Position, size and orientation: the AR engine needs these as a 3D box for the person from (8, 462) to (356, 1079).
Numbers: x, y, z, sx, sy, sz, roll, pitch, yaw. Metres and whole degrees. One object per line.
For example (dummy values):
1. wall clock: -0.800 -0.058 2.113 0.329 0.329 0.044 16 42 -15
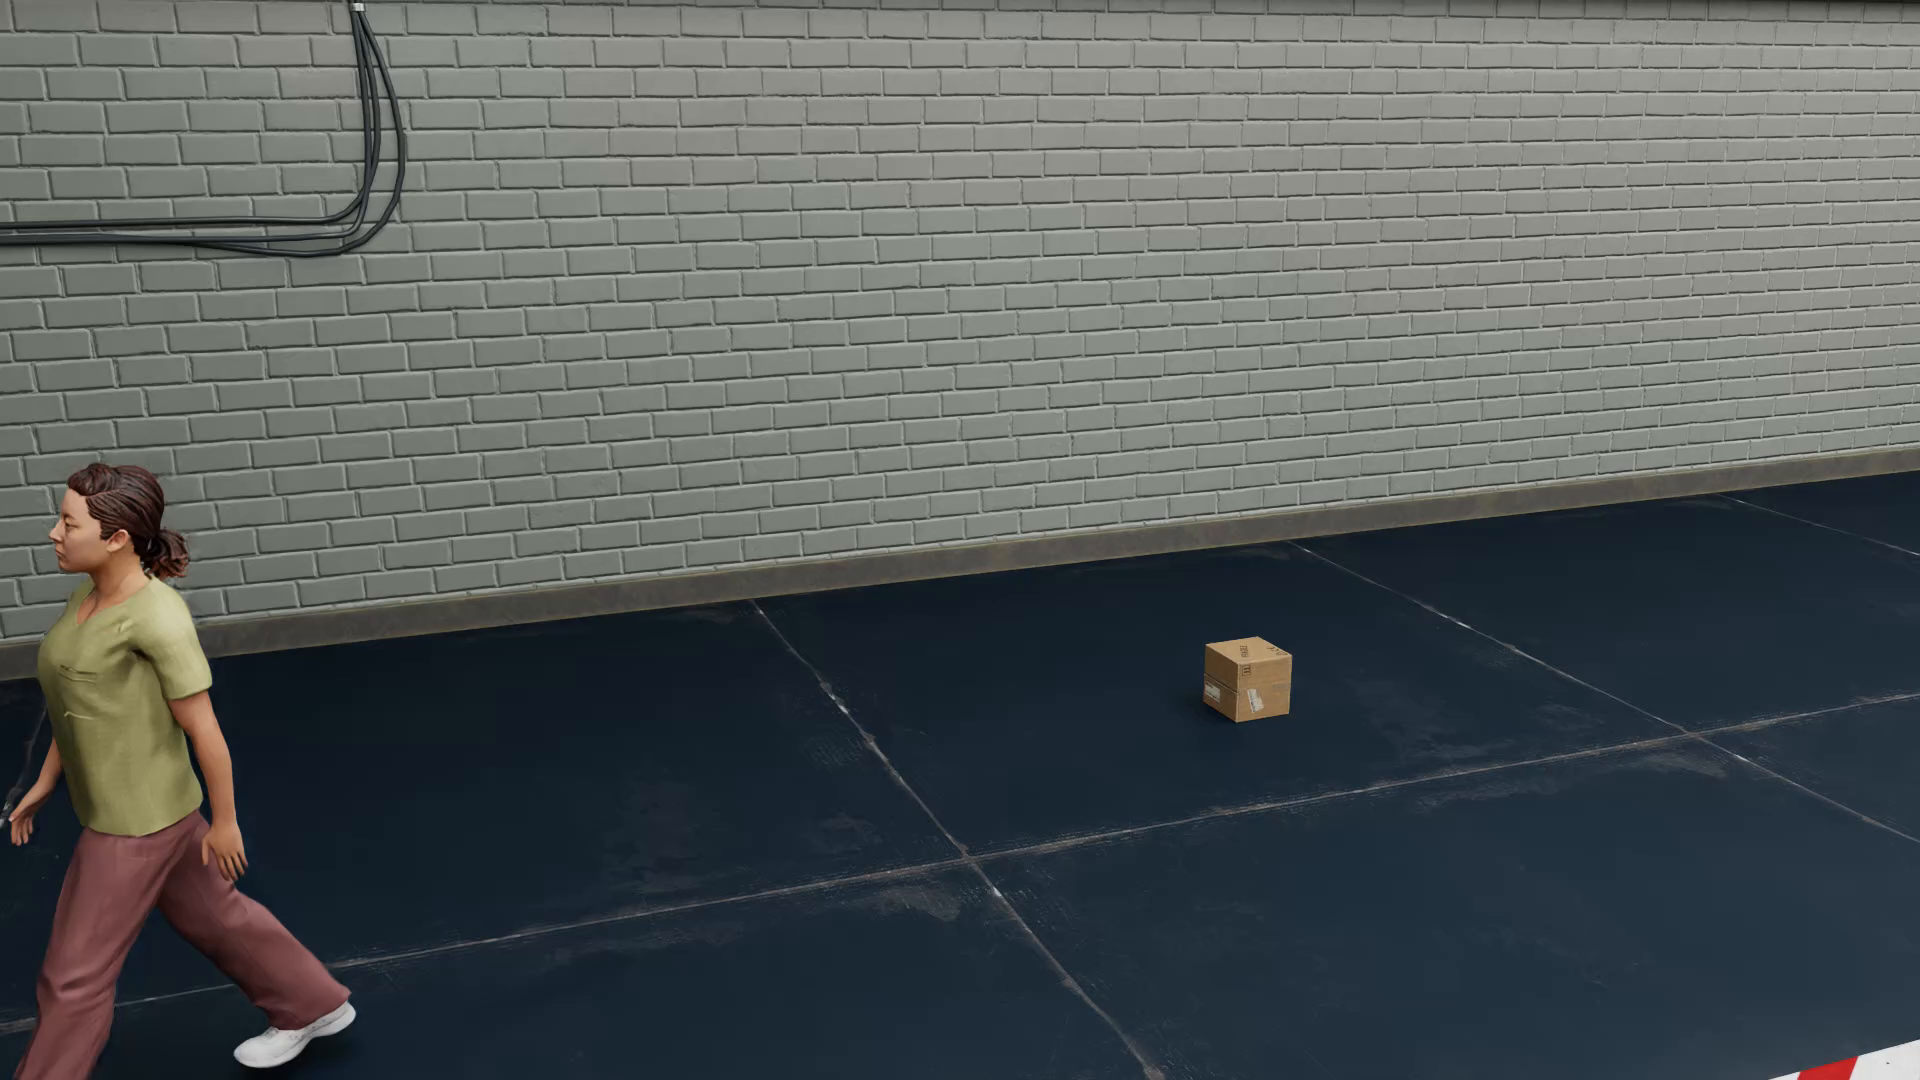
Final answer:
1. person: -1.949 0.621 3.815 1.020 1.618 0.465 -14 21 -41
